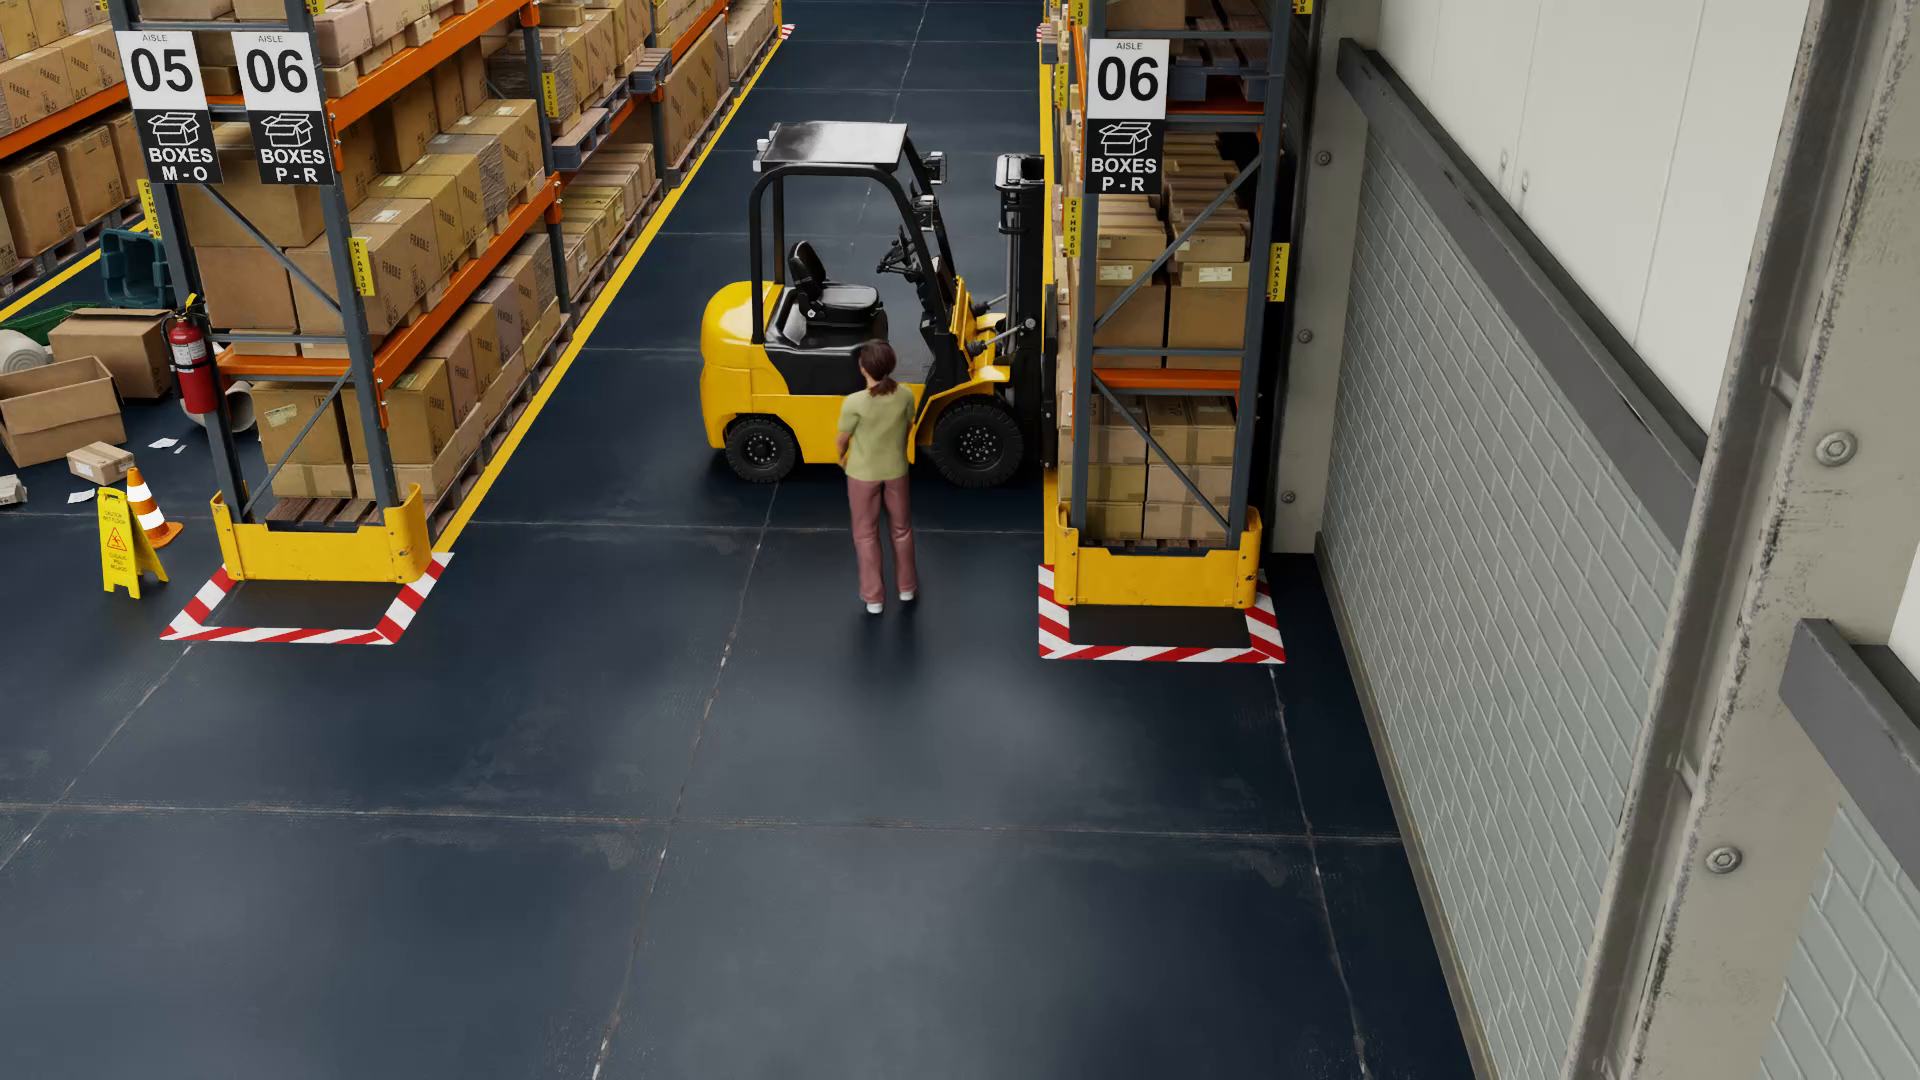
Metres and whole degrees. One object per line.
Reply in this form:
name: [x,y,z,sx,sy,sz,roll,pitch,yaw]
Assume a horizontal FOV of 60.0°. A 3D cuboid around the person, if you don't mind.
person: [-0.449,-0.373,9.309,0.516,1.676,0.494,-10,30,-19]
